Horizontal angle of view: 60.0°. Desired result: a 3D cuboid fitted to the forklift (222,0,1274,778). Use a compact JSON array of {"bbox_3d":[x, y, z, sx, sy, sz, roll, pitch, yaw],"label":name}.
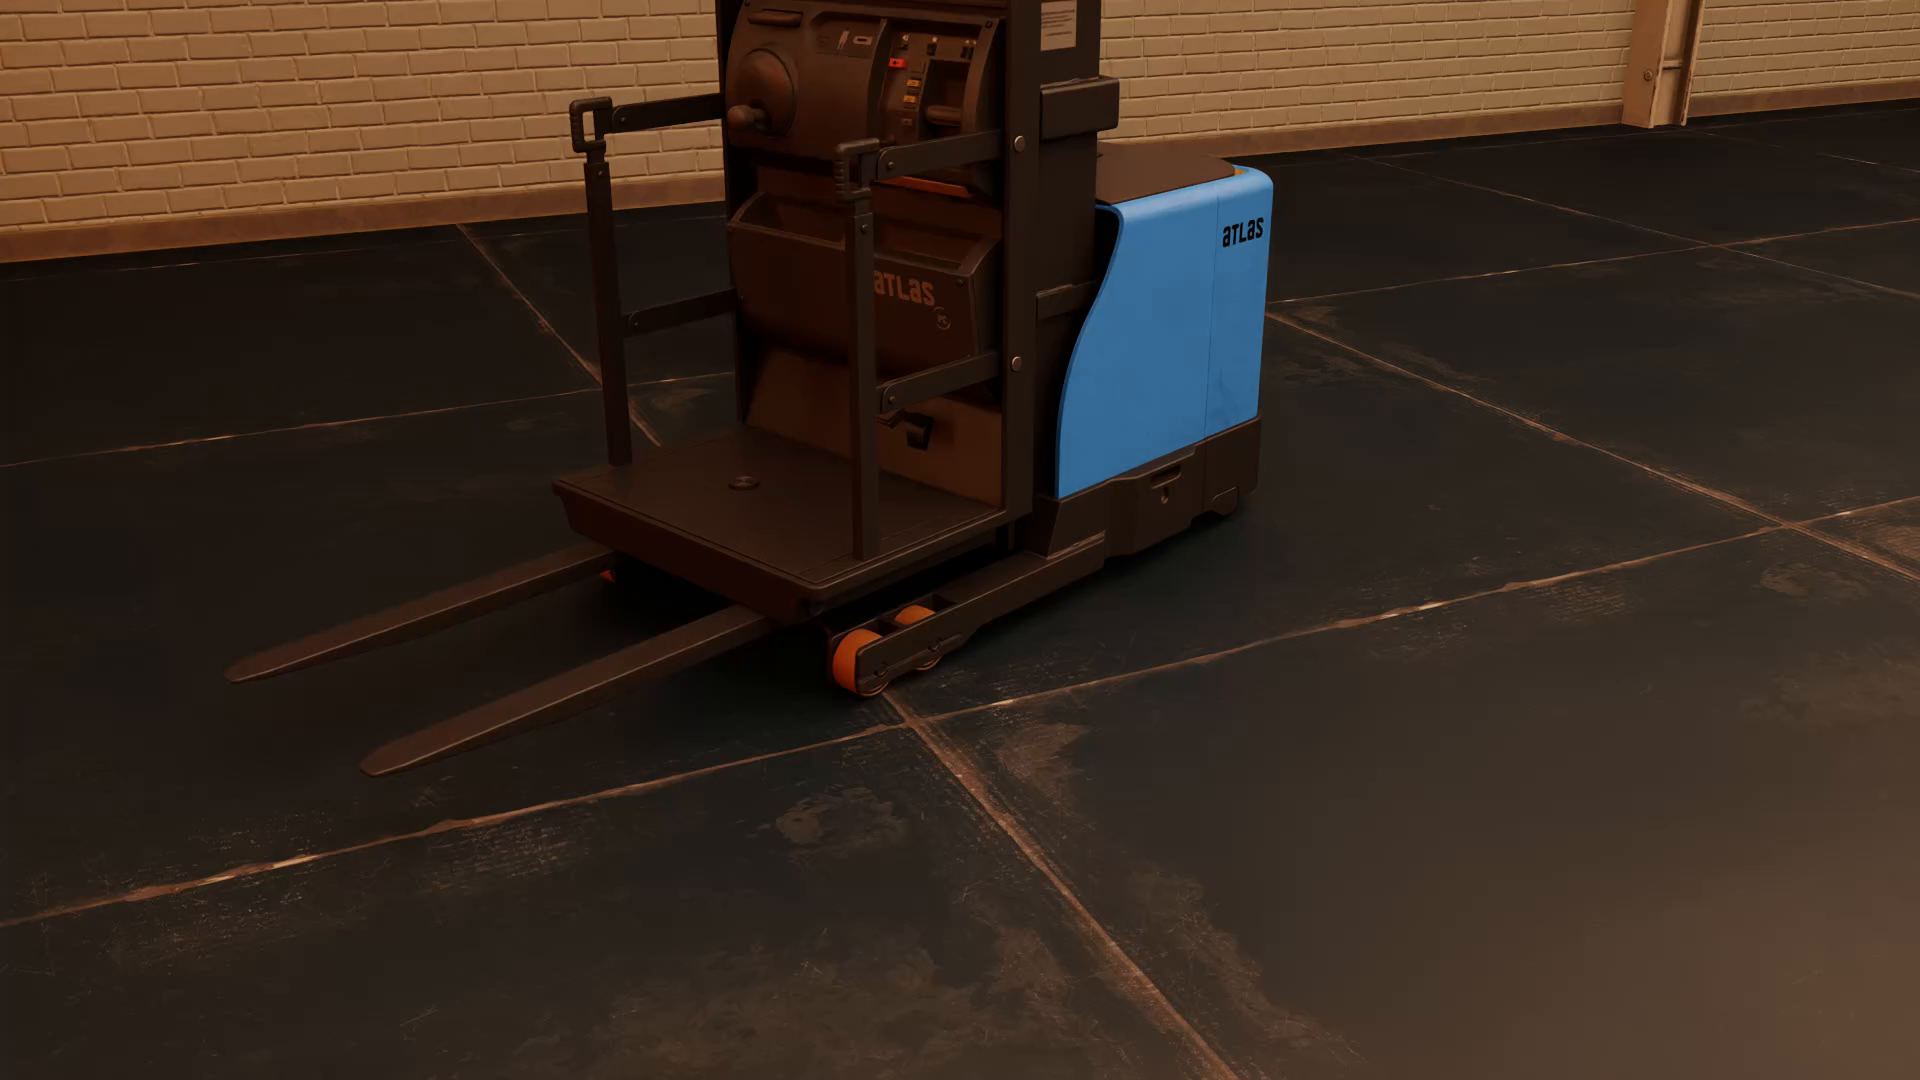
[{"bbox_3d":[-0.413,-1.182,4.131,1.130,2.935,3.031,19,29,39],"label":"forklift"}]
